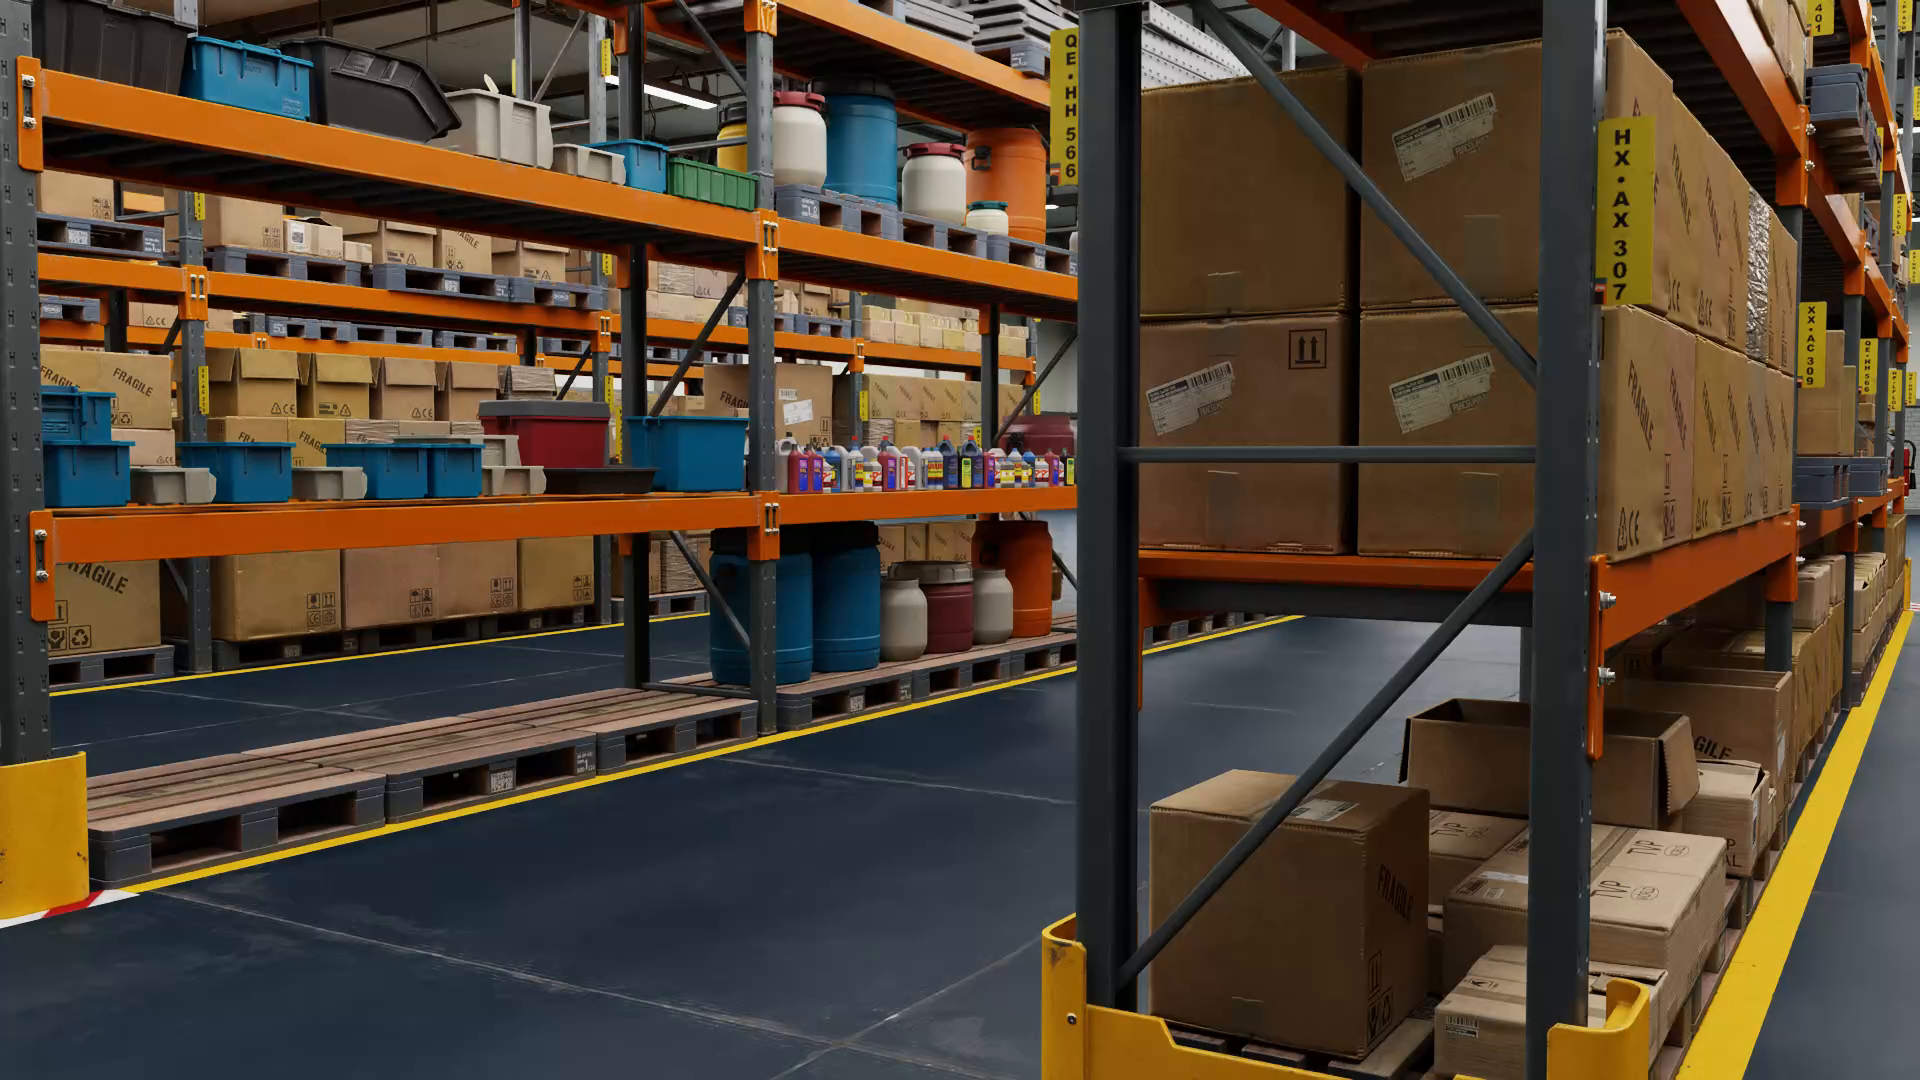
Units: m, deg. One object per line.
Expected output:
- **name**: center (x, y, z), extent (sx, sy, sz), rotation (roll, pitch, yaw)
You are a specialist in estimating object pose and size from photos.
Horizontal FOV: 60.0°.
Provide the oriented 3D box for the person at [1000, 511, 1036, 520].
- **person**: center (0.494, -0.091, 14.616), extent (0.434, 1.752, 0.566), rotation (2, 3, 29)
